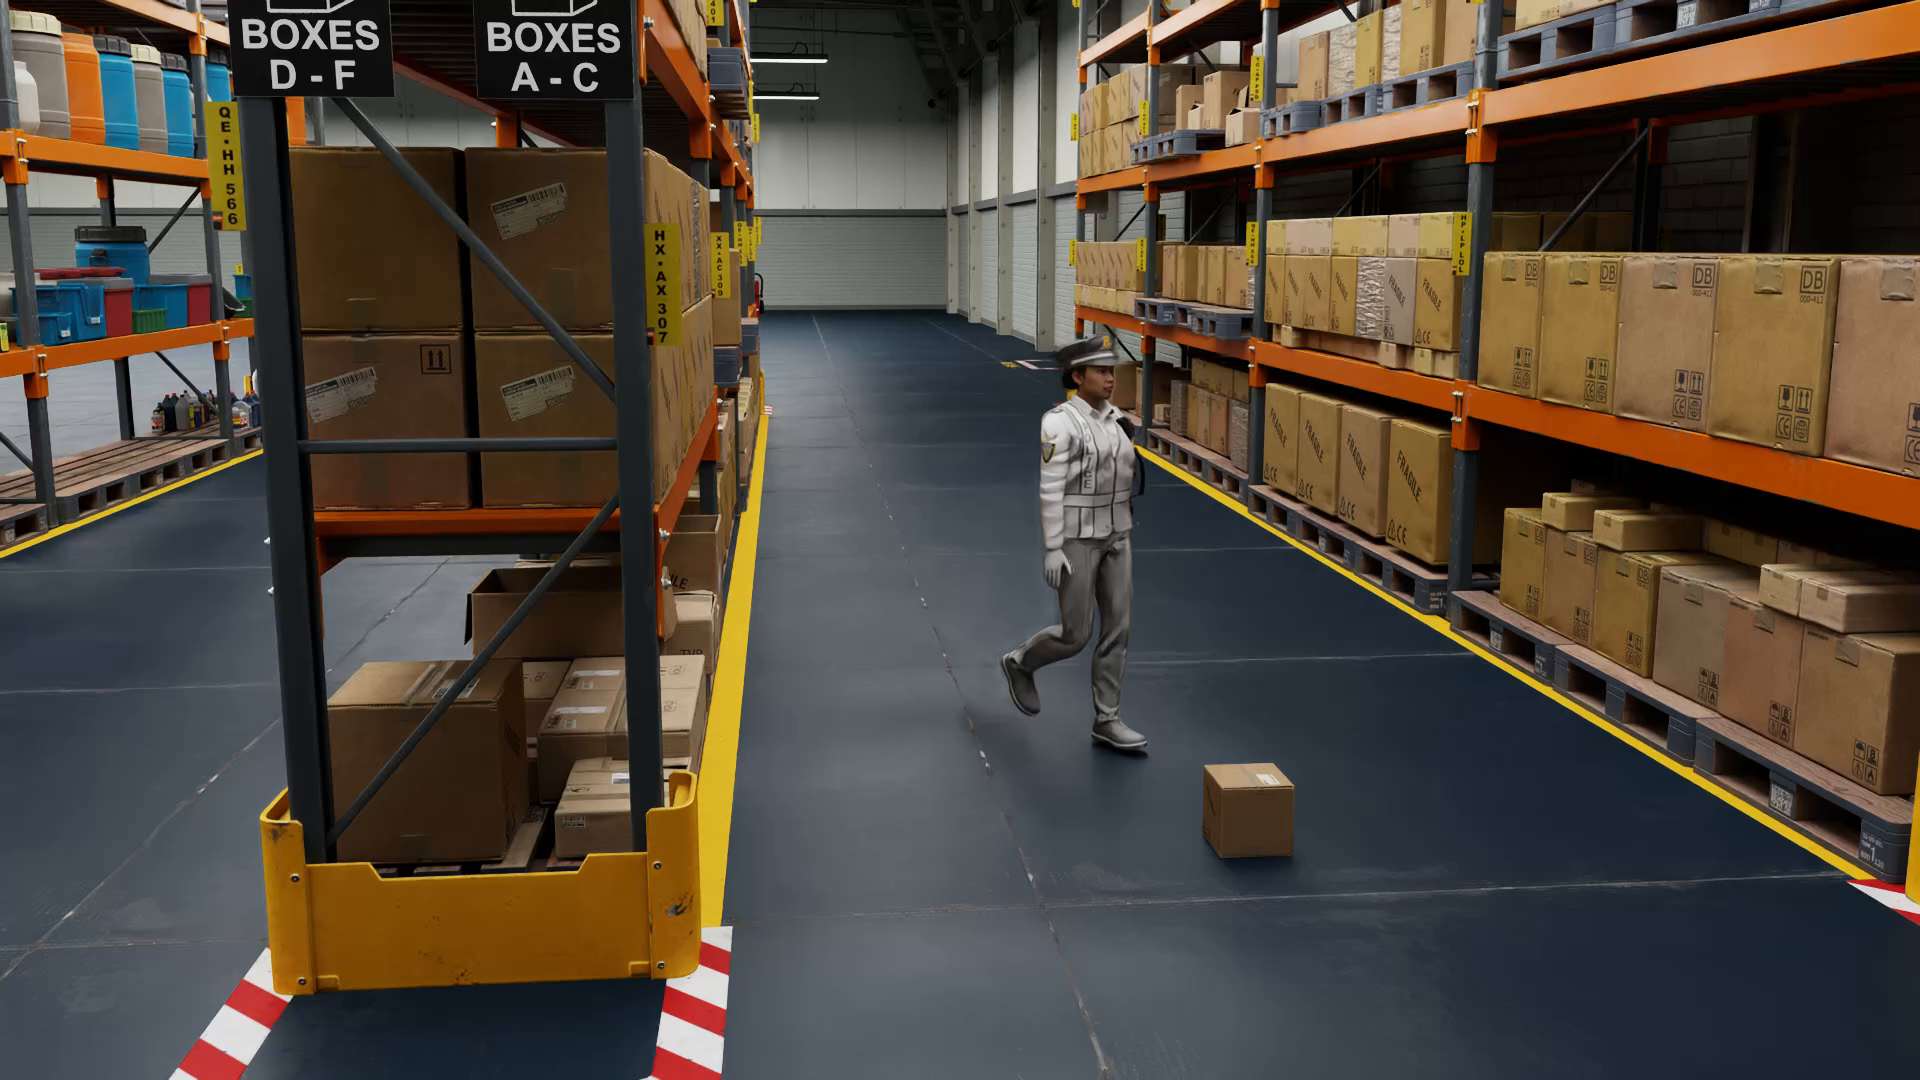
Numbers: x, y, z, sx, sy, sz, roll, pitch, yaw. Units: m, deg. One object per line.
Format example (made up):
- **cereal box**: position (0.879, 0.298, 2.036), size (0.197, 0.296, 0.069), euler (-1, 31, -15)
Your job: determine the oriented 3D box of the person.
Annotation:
- **person**: position (0.498, -0.009, 6.798), size (0.493, 1.670, 0.680), euler (-9, 14, -41)
